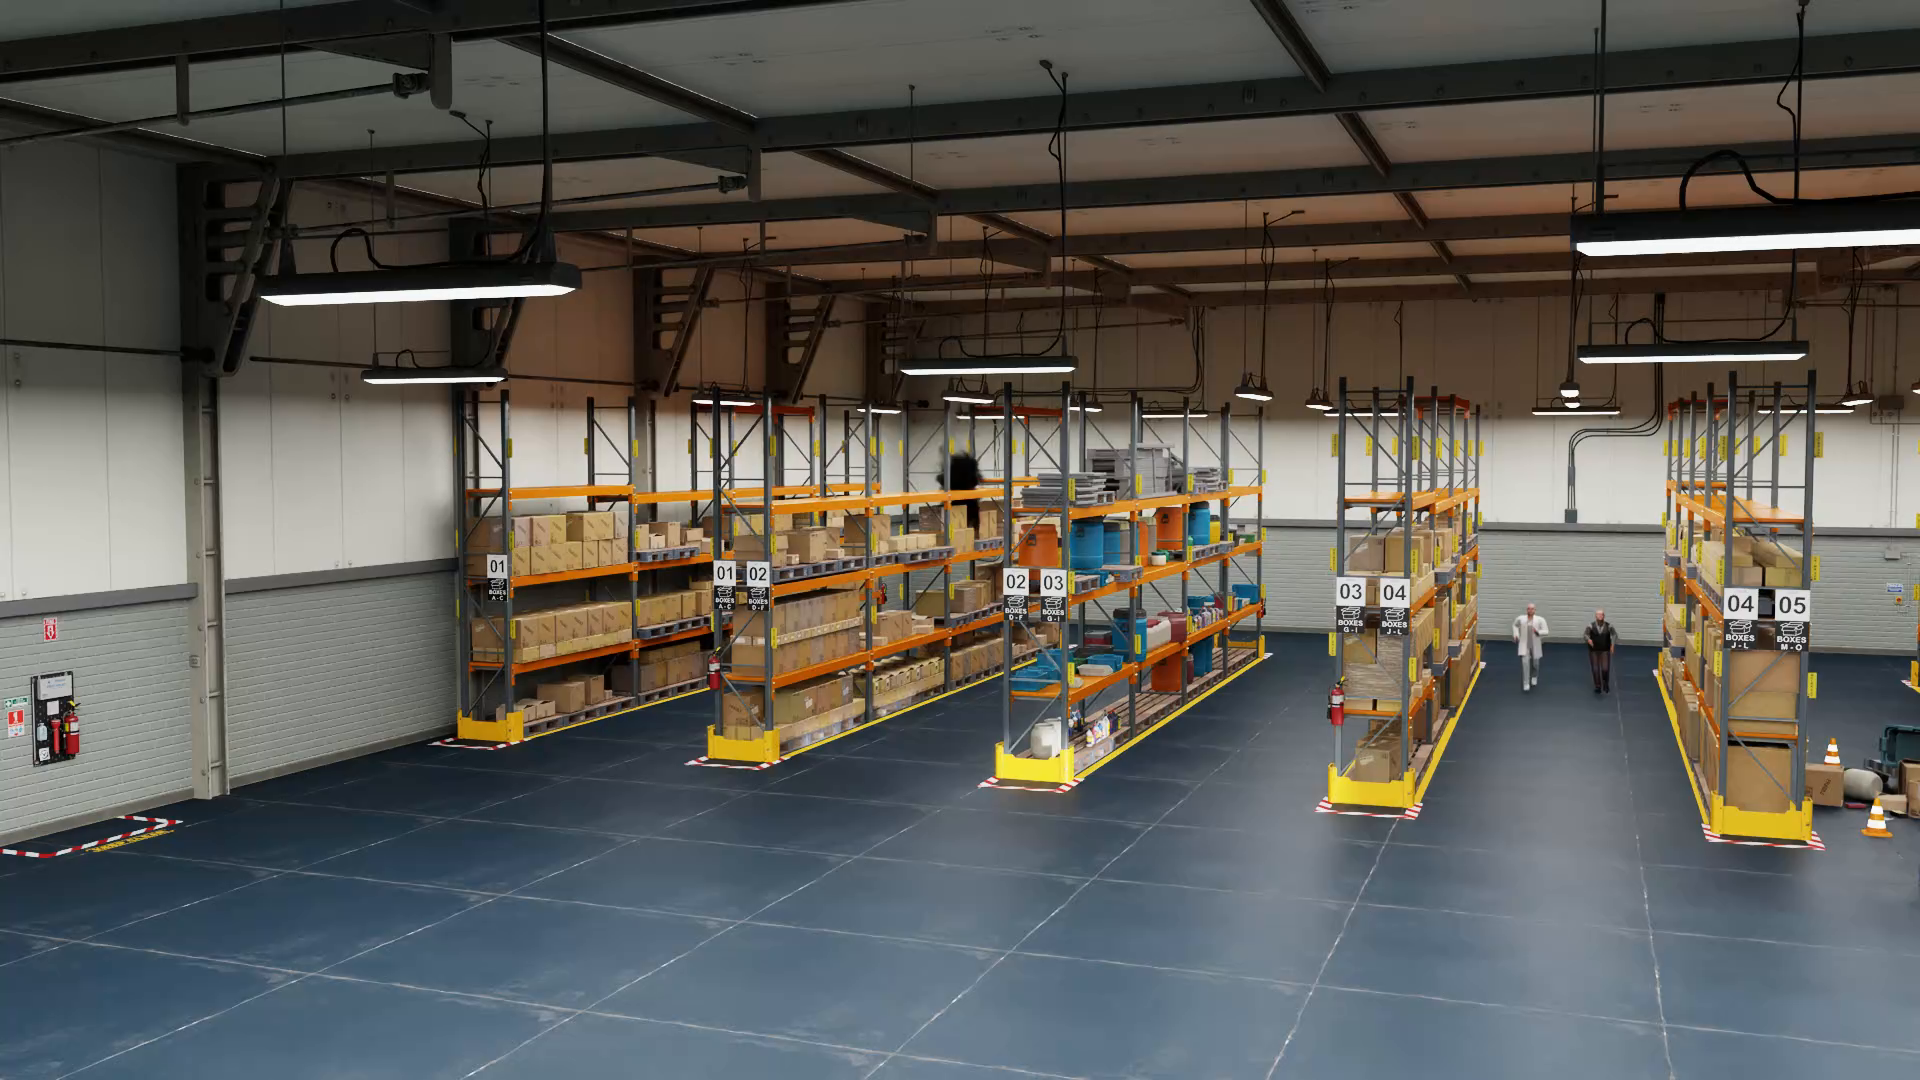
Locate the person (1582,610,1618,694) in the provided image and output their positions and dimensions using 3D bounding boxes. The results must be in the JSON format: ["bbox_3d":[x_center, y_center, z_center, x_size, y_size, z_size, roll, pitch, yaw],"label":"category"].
[{"bbox_3d":[13.044,2.285,33.918,0.668,1.703,0.642,1,3,23],"label":"person"}]

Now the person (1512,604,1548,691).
[{"bbox_3d":[11.809,2.294,34.463,0.710,1.558,1.057,1,3,19],"label":"person"}]
